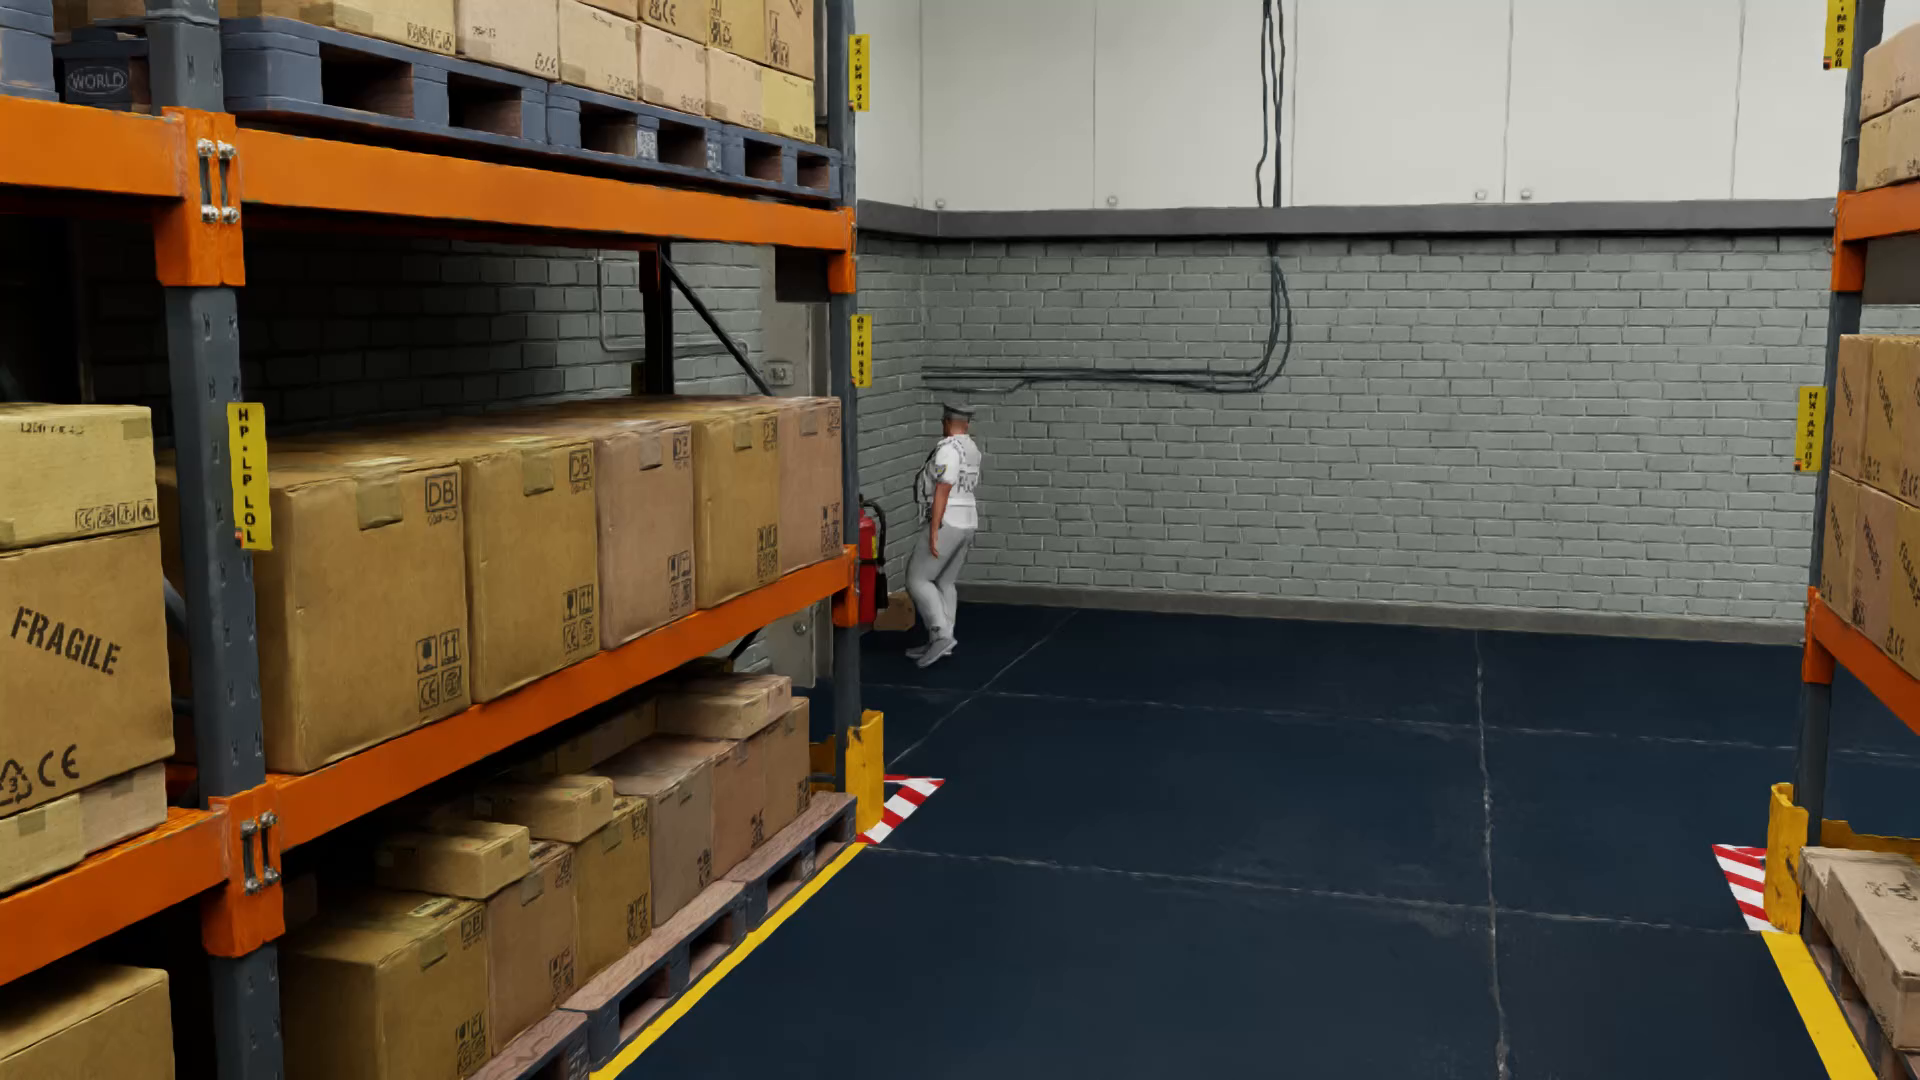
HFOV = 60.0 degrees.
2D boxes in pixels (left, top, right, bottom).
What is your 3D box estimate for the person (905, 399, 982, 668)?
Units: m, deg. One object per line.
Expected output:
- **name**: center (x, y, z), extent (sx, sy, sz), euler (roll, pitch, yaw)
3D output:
- **person**: center (-0.138, -0.050, 11.239), extent (0.455, 1.768, 0.700), euler (3, 9, 21)
